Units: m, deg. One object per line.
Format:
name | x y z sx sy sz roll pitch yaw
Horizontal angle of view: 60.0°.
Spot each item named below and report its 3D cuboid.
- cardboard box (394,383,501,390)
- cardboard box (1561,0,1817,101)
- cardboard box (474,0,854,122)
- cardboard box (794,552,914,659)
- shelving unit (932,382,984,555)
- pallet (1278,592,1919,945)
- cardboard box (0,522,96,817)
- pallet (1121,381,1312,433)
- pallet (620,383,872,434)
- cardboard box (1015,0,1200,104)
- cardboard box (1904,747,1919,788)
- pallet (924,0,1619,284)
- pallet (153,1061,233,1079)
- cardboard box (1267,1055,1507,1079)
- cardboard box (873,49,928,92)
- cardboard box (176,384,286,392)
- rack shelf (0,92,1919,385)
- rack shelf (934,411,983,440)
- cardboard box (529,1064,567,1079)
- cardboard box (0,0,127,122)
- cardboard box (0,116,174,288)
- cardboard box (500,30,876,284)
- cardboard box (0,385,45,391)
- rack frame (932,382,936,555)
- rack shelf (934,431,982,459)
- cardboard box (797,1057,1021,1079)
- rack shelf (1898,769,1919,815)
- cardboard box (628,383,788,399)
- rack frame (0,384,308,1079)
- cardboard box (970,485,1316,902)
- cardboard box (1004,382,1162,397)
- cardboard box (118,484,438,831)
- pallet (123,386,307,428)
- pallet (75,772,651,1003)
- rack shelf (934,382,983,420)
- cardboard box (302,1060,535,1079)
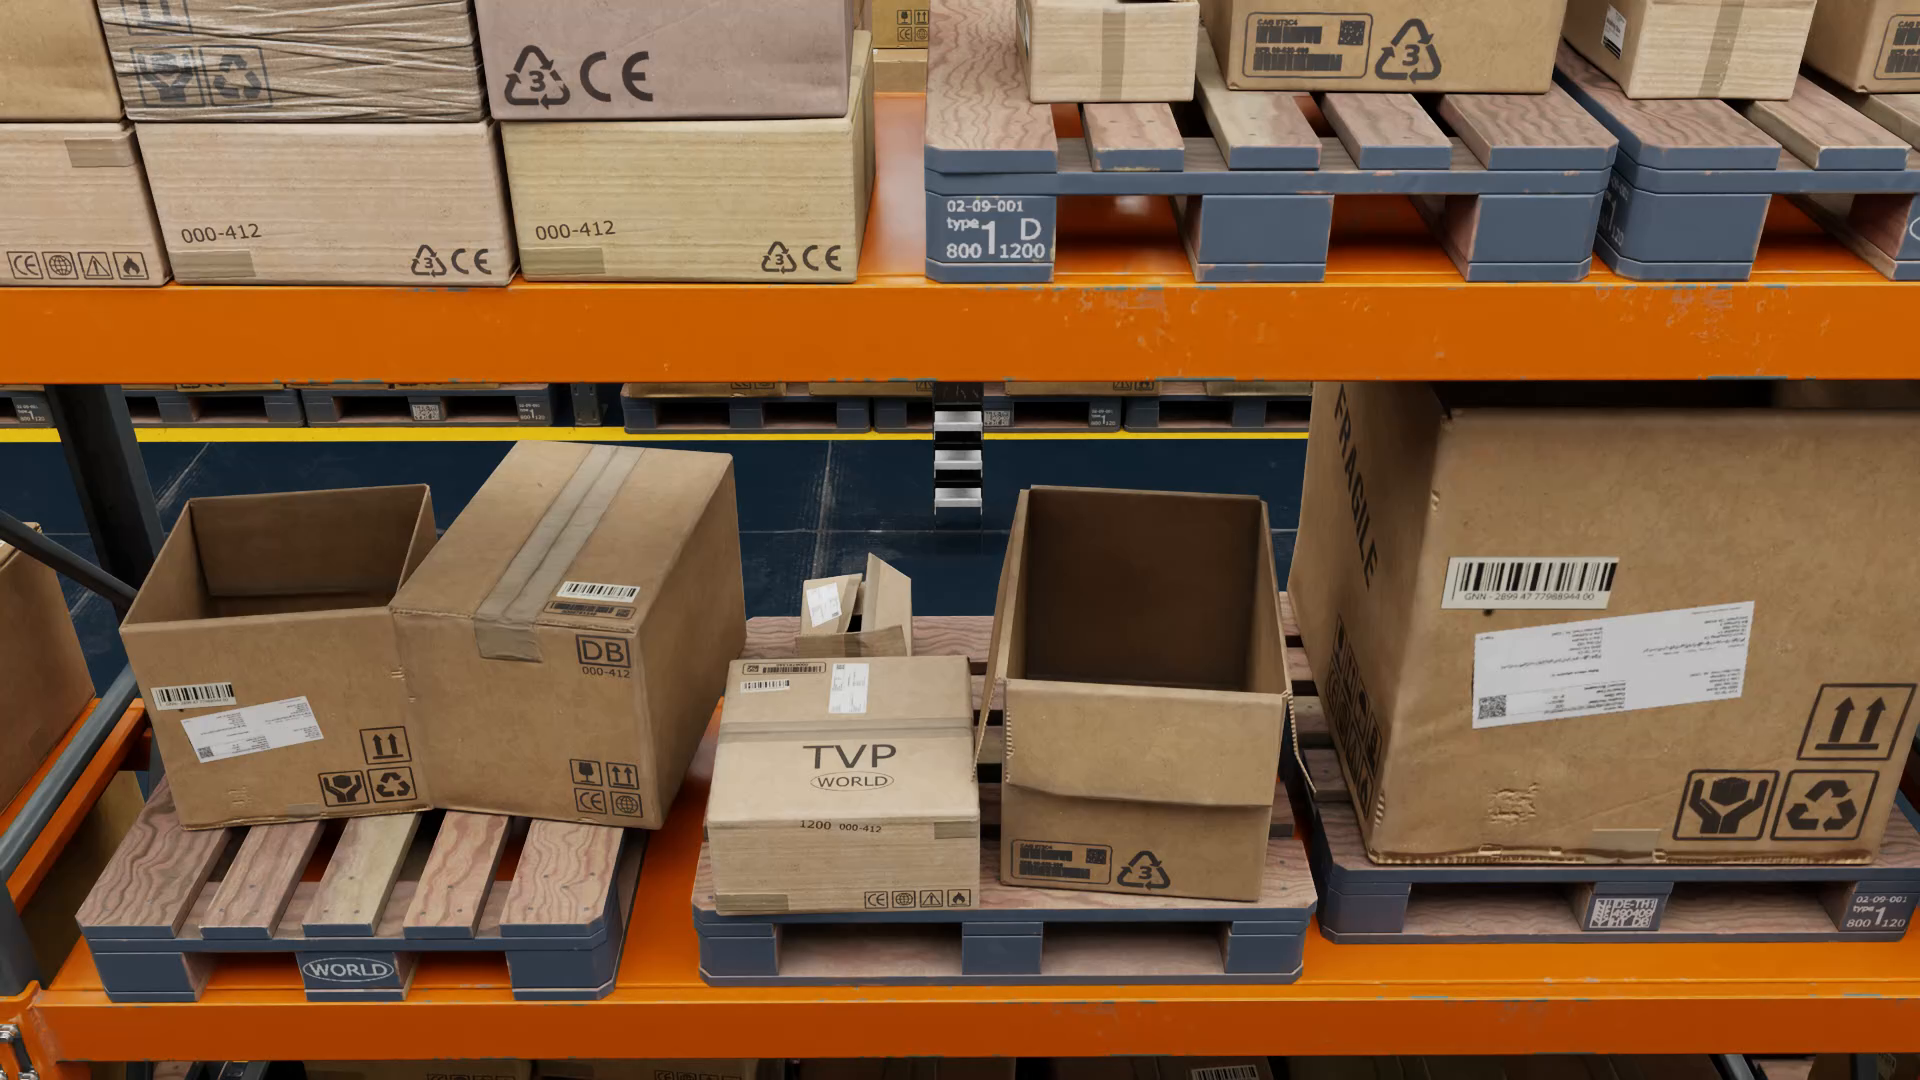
cardboard box | -2.484 -1.068 8.123 0.500 0.500 0.500 0 31 -1
cardboard box | 1.162 -0.884 2.648 0.258 0.266 0.396 1 31 1
cardboard box | -0.417 -0.933 2.427 0.500 0.500 0.500 -1 31 -2
cardboard box | -0.233 0.211 3.735 0.258 0.266 0.396 -1 31 -2
shelving unit | -0.008 -0.385 7.017 0.210 0.900 0.258 0 31 0
pallet | 1.336 0.475 3.760 1.213 0.211 1.003 0 31 0
cardboard box | -2.386 0.296 3.774 0.500 0.500 0.500 1 31 1
pallet | 1.401 -0.873 8.486 1.213 0.211 1.003 0 31 0
pallet | -1.039 -0.866 8.474 1.213 0.211 1.003 0 31 0
cardboard box | 0.227 -0.838 2.669 0.250 0.166 0.380 -1 31 -2
cardboard box | 2.314 0.420 3.908 0.250 0.149 0.380 0 31 0
pallet | 0.446 -0.785 2.941 1.003 0.211 1.213 0 31 0
pallet | -2.688 1.634 4.353 1.213 0.211 1.003 0 31 0
cardboard box | 1.010 1.329 4.153 0.500 0.500 0.700 0 31 -1
cardboard box | -0.364 -2.003 7.563 0.500 0.500 0.500 0 31 0
cardboard box | -3.532 -1.058 8.107 0.500 0.500 0.500 -2 31 -3
rack shelf | 0.101 -0.503 2.988 4.000 0.370 1.077 0 31 0
rack shelf | -0.008 -0.510 6.940 0.200 0.077 0.258 0 31 0
cardboard box | -1.229 1.347 4.124 0.500 0.500 0.700 -2 31 -3
cardboard box | -1.427 -0.928 2.418 0.500 0.500 0.500 0 31 0
cardboard box | -1.427 -0.609 2.615 0.500 0.250 0.500 0 31 1
cardboard box | -0.400 -0.617 2.628 0.500 0.250 0.500 0 31 1
cardboard box | -4.558 -1.060 8.111 0.500 0.500 0.500 1 31 2
rack frame | -0.110 -0.384 7.016 0.006 0.900 0.240 0 31 0
rack shelf | -0.008 -0.433 6.987 0.200 0.077 0.258 0 31 0
cardboard box | -0.107 1.333 4.147 0.500 0.500 0.700 2 31 4
rack shelf | 4.101 0.767 3.787 4.000 0.370 1.077 0 31 0
cardboard box | -1.218 -1.268 8.211 0.750 0.750 1.050 -1 31 -1
rack frame | -1.899 0.478 3.570 0.127 3.000 1.000 0 31 0
cardboard box | 0.368 0.296 3.367 0.637 0.503 0.797 3 31 5
cardboard box | 0.587 -1.275 8.224 0.750 0.750 1.050 0 31 0
cardboard box | -1.359 0.234 3.472 0.500 0.500 0.500 -4 31 -6
pallet | -3.826 -0.898 8.527 1.213 0.211 1.003 0 31 0
pallet | -1.187 0.503 3.714 1.003 0.211 1.213 0 31 0
rack shelf | -0.008 -0.587 6.894 0.200 0.077 0.258 0 31 0
cardboard box | -1.229 1.021 3.939 0.500 0.250 0.500 1 31 2
